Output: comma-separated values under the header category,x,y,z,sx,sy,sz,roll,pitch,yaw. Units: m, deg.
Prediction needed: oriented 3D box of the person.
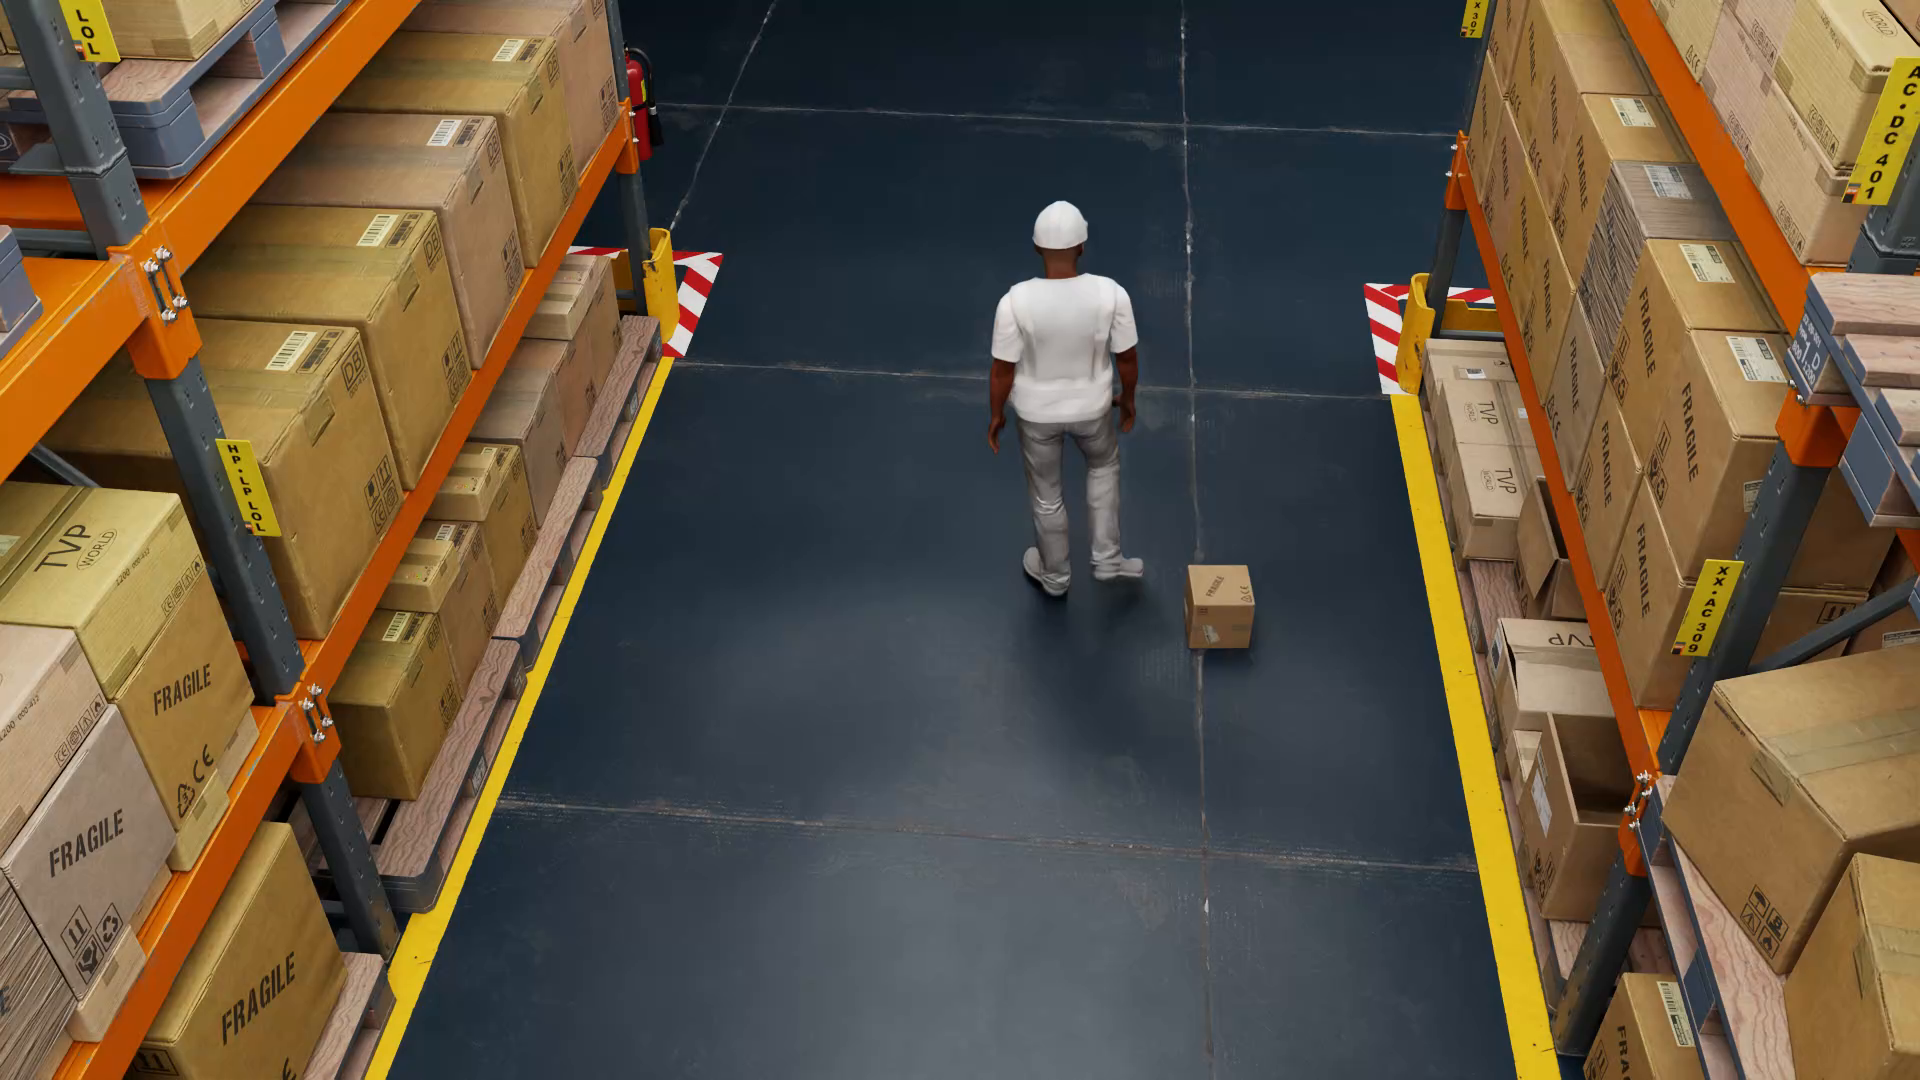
category,x,y,z,sx,sy,sz,roll,pitch,yaw
person,0.452,-0.536,6.749,0.685,1.755,0.497,-4,40,-5
